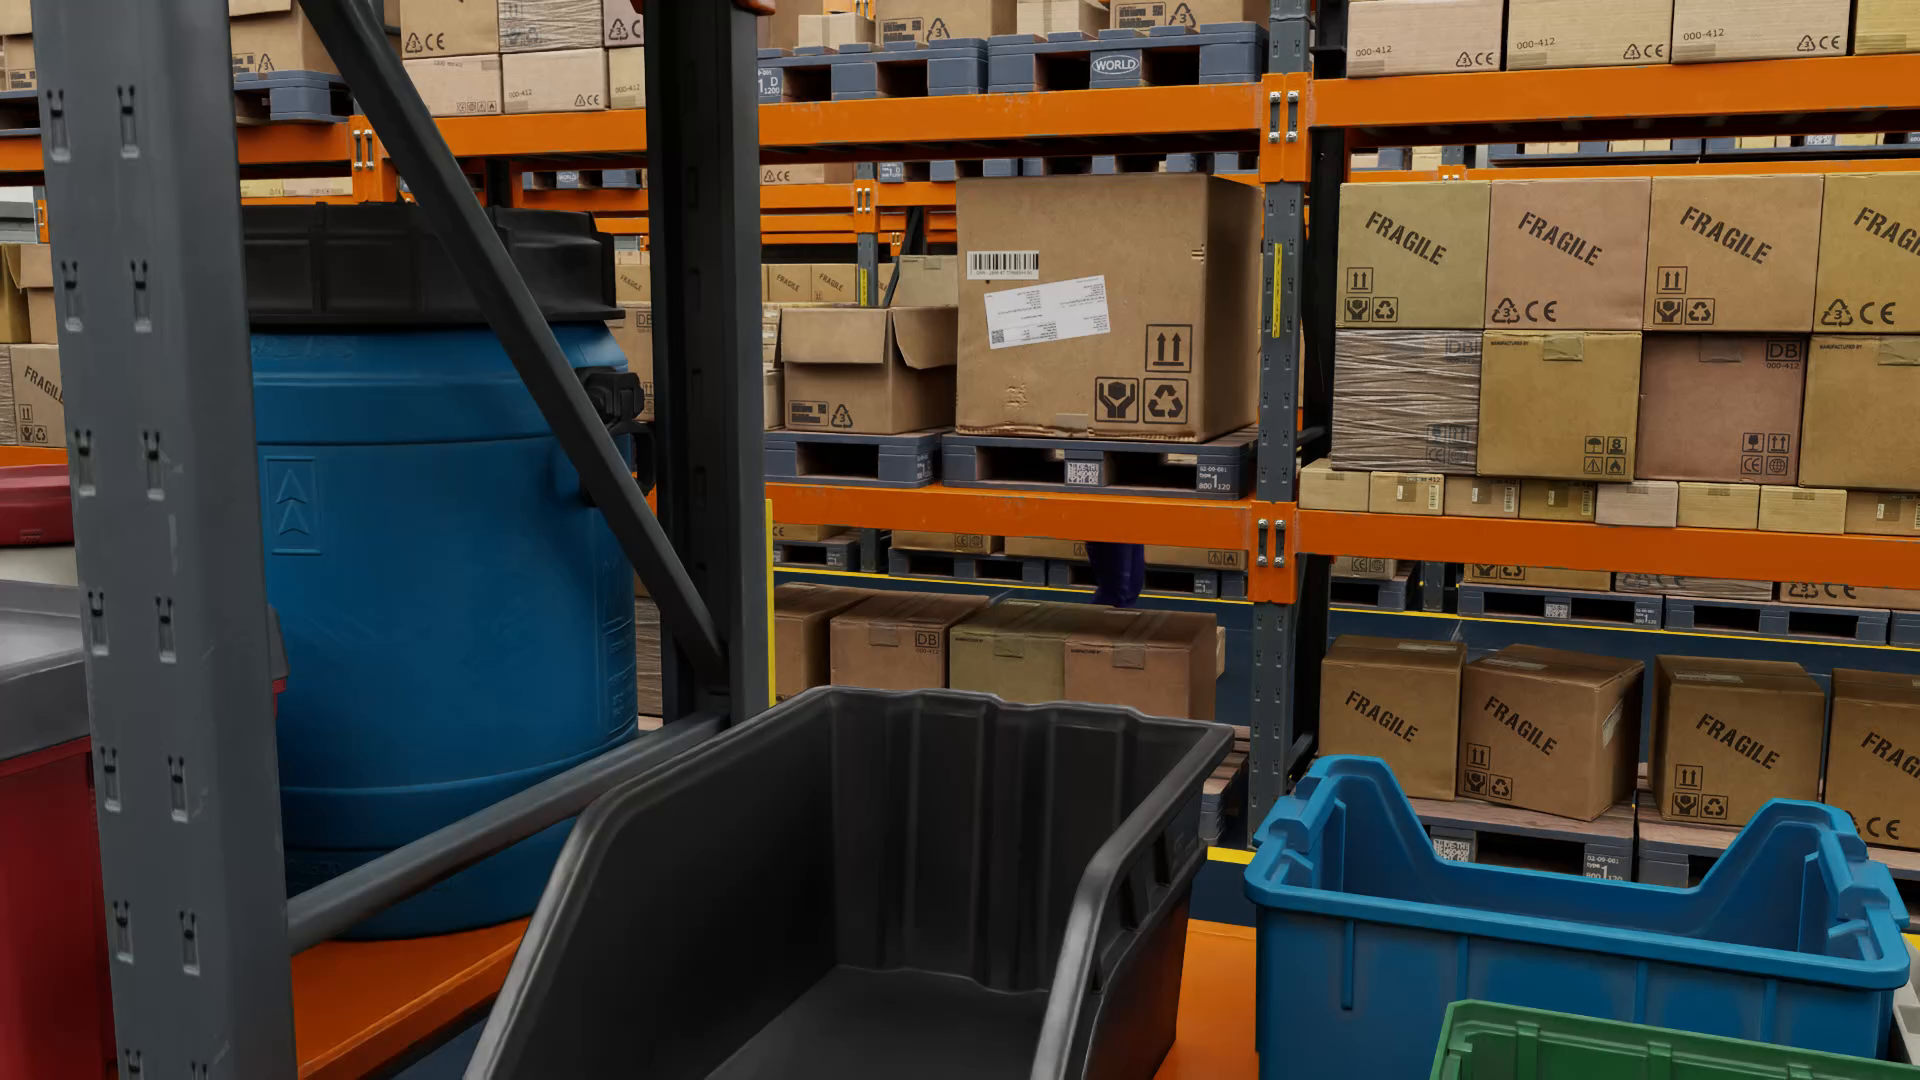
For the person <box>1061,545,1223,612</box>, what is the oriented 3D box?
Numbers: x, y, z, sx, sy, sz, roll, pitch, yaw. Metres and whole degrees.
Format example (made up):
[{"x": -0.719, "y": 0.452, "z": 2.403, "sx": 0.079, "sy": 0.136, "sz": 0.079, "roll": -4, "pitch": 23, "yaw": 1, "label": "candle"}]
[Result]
[{"x": 0.993, "y": 0.382, "z": 9.097, "sx": 0.860, "sy": 0.798, "sz": 0.506, "roll": 3, "pitch": 9, "yaw": 20, "label": "person"}]
